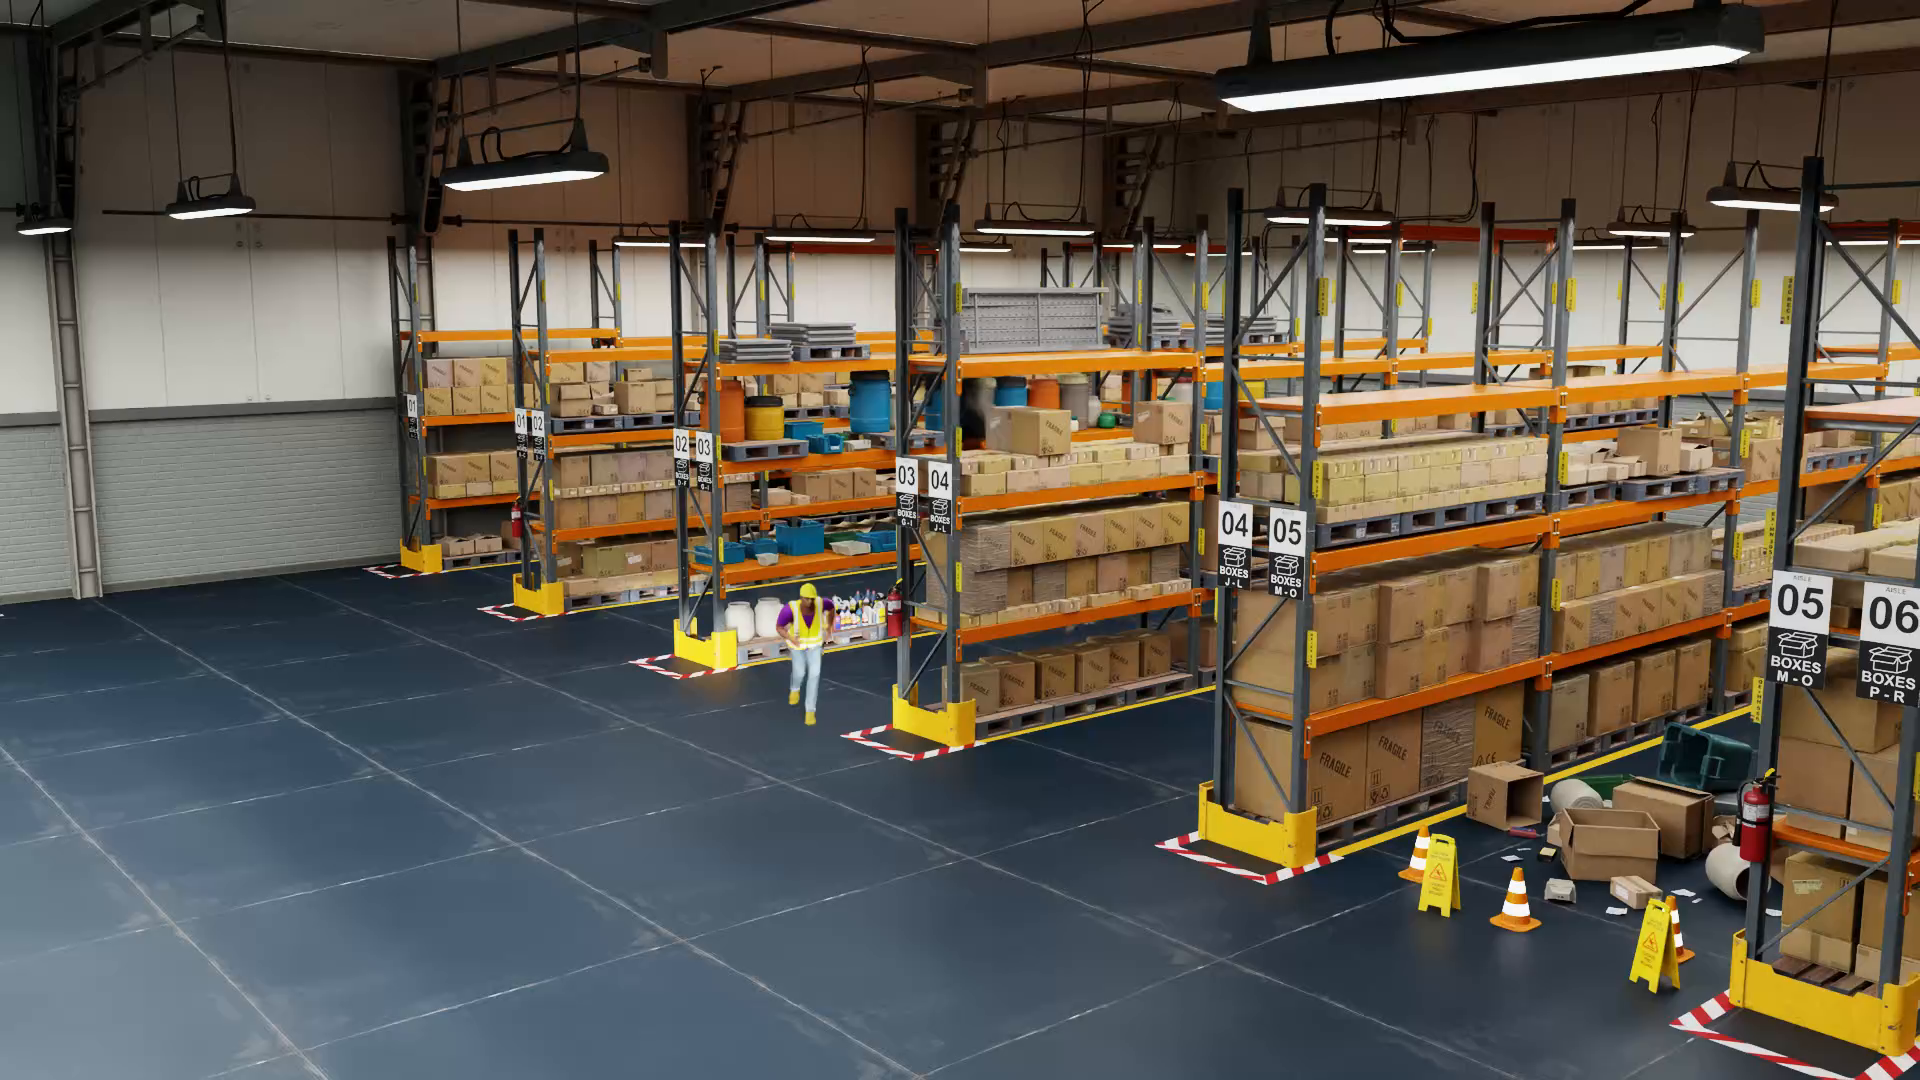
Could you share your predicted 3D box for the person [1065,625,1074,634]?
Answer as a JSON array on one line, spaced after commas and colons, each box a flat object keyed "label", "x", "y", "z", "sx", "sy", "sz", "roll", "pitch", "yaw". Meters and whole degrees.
[{"label": "person", "x": 1.606, "y": 0.460, "z": 23.776, "sx": 0.441, "sy": 1.740, "sz": 0.766, "roll": 7, "pitch": 11, "yaw": 39}]

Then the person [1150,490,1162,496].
[{"label": "person", "x": 3.657, "y": -0.351, "z": 31.015, "sx": 1.128, "sy": 1.641, "sz": 0.650, "roll": -5, "pitch": 10, "yaw": -27}]

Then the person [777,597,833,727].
[{"label": "person", "x": -1.887, "y": 1.399, "z": 19.971, "sx": 0.703, "sy": 1.520, "sz": 1.024, "roll": -3, "pitch": 9, "yaw": -19}]
